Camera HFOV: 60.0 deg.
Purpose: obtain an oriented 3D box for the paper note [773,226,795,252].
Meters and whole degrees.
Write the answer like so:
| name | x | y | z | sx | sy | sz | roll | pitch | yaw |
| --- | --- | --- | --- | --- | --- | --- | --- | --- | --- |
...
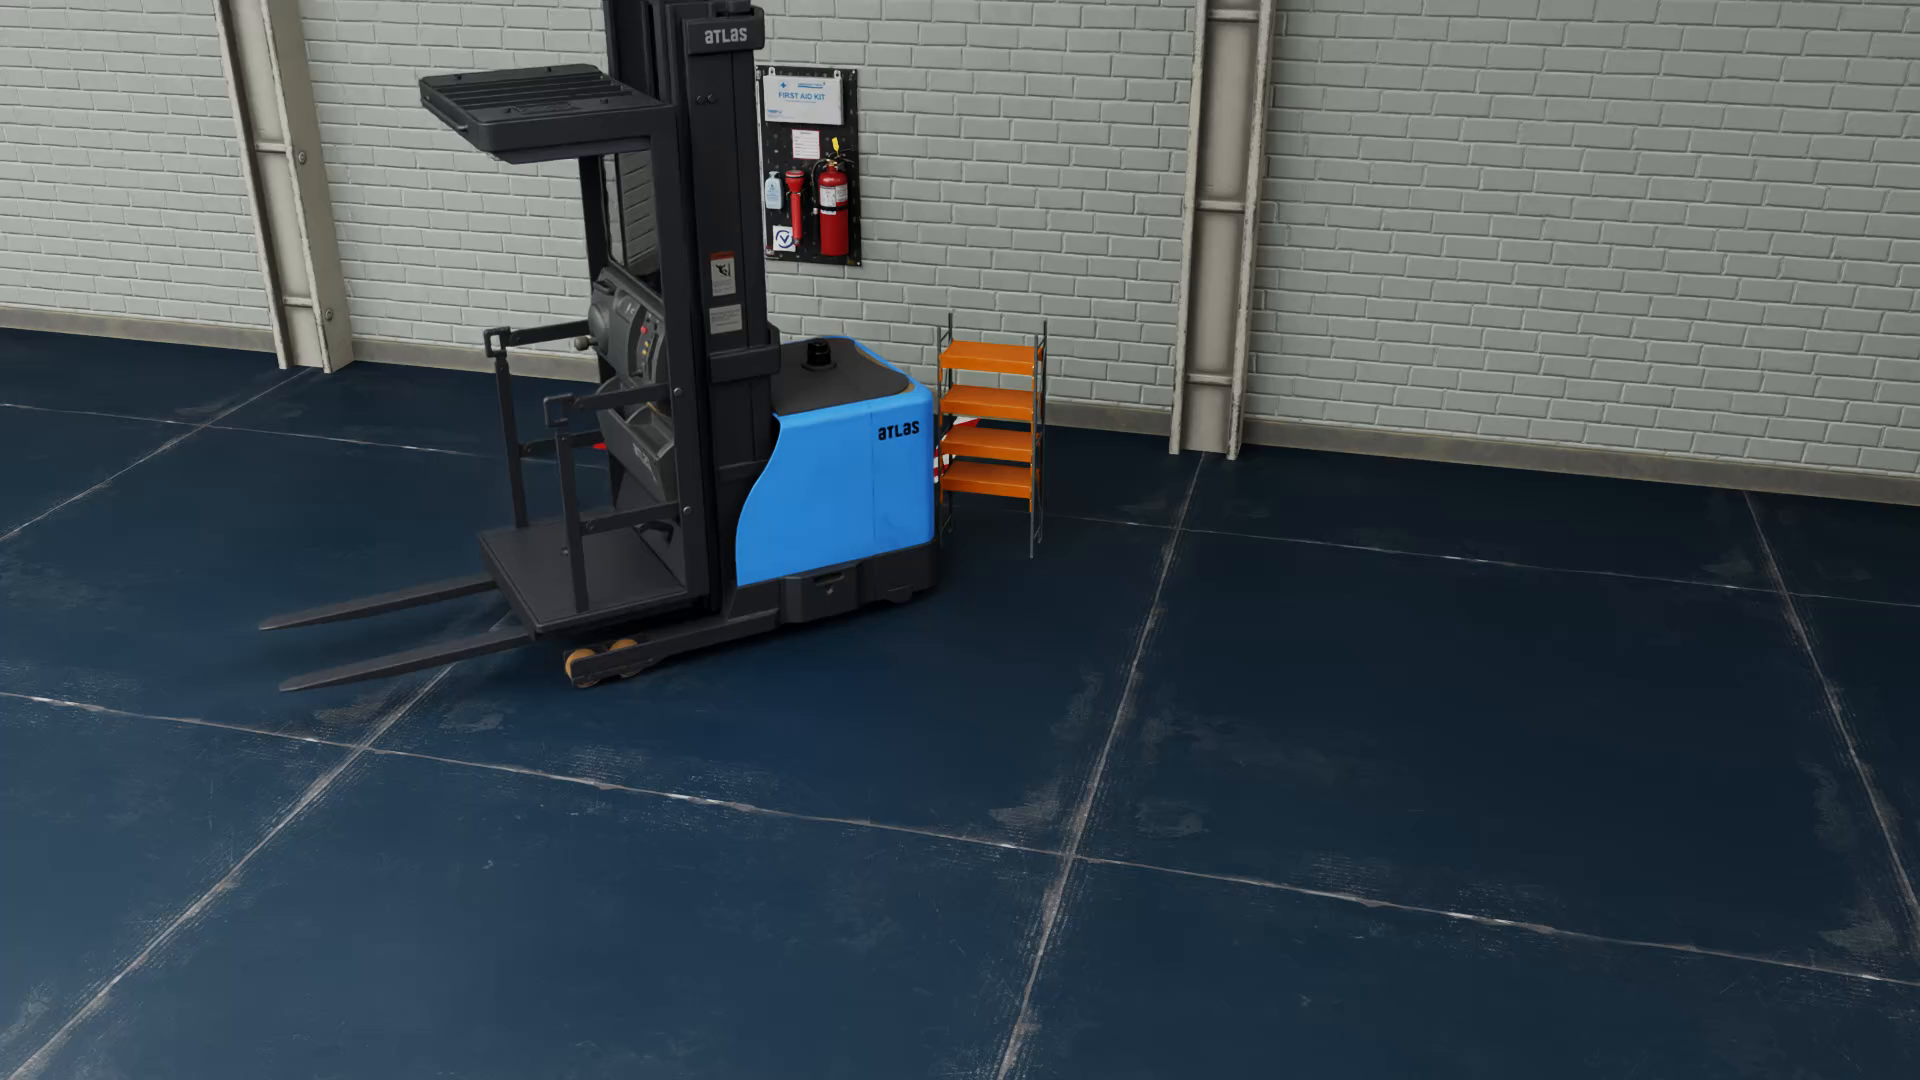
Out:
| name | x | y | z | sx | sy | sz | roll | pitch | yaw |
| --- | --- | --- | --- | --- | --- | --- | --- | --- | --- |
| paper note | -1.073 | -1.839 | 10.148 | 0.142 | 0.148 | 0.016 | 6 | 26 | 13 |

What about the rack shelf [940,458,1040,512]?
| name | x | y | z | sx | sy | sz | roll | pitch | yaw |
| --- | --- | --- | --- | --- | --- | --- | --- | --- | --- |
| rack shelf | 0.160 | -0.284 | 8.569 | 0.480 | 0.148 | 0.258 | 6 | 26 | 13 |

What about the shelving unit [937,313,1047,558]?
| name | x | y | z | sx | sy | sz | roll | pitch | yaw |
| --- | --- | --- | --- | --- | --- | --- | --- | --- | --- |
| shelving unit | 0.160 | -0.524 | 8.455 | 0.503 | 1.200 | 0.258 | 6 | 26 | 13 |

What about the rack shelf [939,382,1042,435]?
| name | x | y | z | sx | sy | sz | roll | pitch | yaw |
| --- | --- | --- | --- | --- | --- | --- | --- | --- | --- |
| rack shelf | 0.160 | -0.665 | 8.388 | 0.480 | 0.148 | 0.258 | 6 | 26 | 13 |

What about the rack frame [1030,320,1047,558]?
| name | x | y | z | sx | sy | sz | roll | pitch | yaw |
| --- | --- | --- | --- | --- | --- | --- | --- | --- | --- |
| rack frame | 0.397 | -0.498 | 8.400 | 0.015 | 1.200 | 0.240 | 6 | 26 | 13 |

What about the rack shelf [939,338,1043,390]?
| name | x | y | z | sx | sy | sz | roll | pitch | yaw |
| --- | --- | --- | --- | --- | --- | --- | --- | --- | --- |
| rack shelf | 0.160 | -0.879 | 8.286 | 0.480 | 0.148 | 0.258 | 6 | 26 | 13 |

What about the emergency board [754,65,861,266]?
| name | x | y | z | sx | sy | sz | roll | pitch | yaw |
| --- | --- | --- | --- | --- | --- | --- | --- | --- | --- |
| emergency board | -0.919 | -2.189 | 9.858 | 0.643 | 1.169 | 0.194 | 6 | 26 | 13 |

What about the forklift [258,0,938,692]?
| name | x | y | z | sx | sy | sz | roll | pitch | yaw |
| --- | --- | --- | --- | --- | --- | --- | --- | --- | --- |
| forklift | -1.654 | -0.930 | 7.294 | 3.031 | 2.935 | 1.130 | -13 | 28 | -25 |

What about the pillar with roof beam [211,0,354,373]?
| name | x | y | z | sx | sy | sz | roll | pitch | yaw |
| --- | --- | --- | --- | --- | --- | --- | --- | --- | --- |
| pillar with roof beam | -5.418 | -3.467 | 5.564 | 0.400 | 9.000 | 9.100 | 6 | 26 | 13 |

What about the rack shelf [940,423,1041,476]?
| name | x | y | z | sx | sy | sz | roll | pitch | yaw |
| --- | --- | --- | --- | --- | --- | --- | --- | --- | --- |
| rack shelf | 0.160 | -0.463 | 8.484 | 0.480 | 0.148 | 0.258 | 6 | 26 | 13 |

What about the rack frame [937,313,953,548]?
| name | x | y | z | sx | sy | sz | roll | pitch | yaw |
| --- | --- | --- | --- | --- | --- | --- | --- | --- | --- |
| rack frame | -0.076 | -0.550 | 8.510 | 0.015 | 1.200 | 0.240 | 6 | 26 | 13 |

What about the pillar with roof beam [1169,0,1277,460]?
| name | x | y | z | sx | sy | sz | roll | pitch | yaw |
| --- | --- | --- | --- | --- | --- | --- | --- | --- | --- |
| pillar with roof beam | 0.393 | -2.825 | 4.215 | 0.400 | 9.000 | 9.100 | 6 | 26 | 13 |
